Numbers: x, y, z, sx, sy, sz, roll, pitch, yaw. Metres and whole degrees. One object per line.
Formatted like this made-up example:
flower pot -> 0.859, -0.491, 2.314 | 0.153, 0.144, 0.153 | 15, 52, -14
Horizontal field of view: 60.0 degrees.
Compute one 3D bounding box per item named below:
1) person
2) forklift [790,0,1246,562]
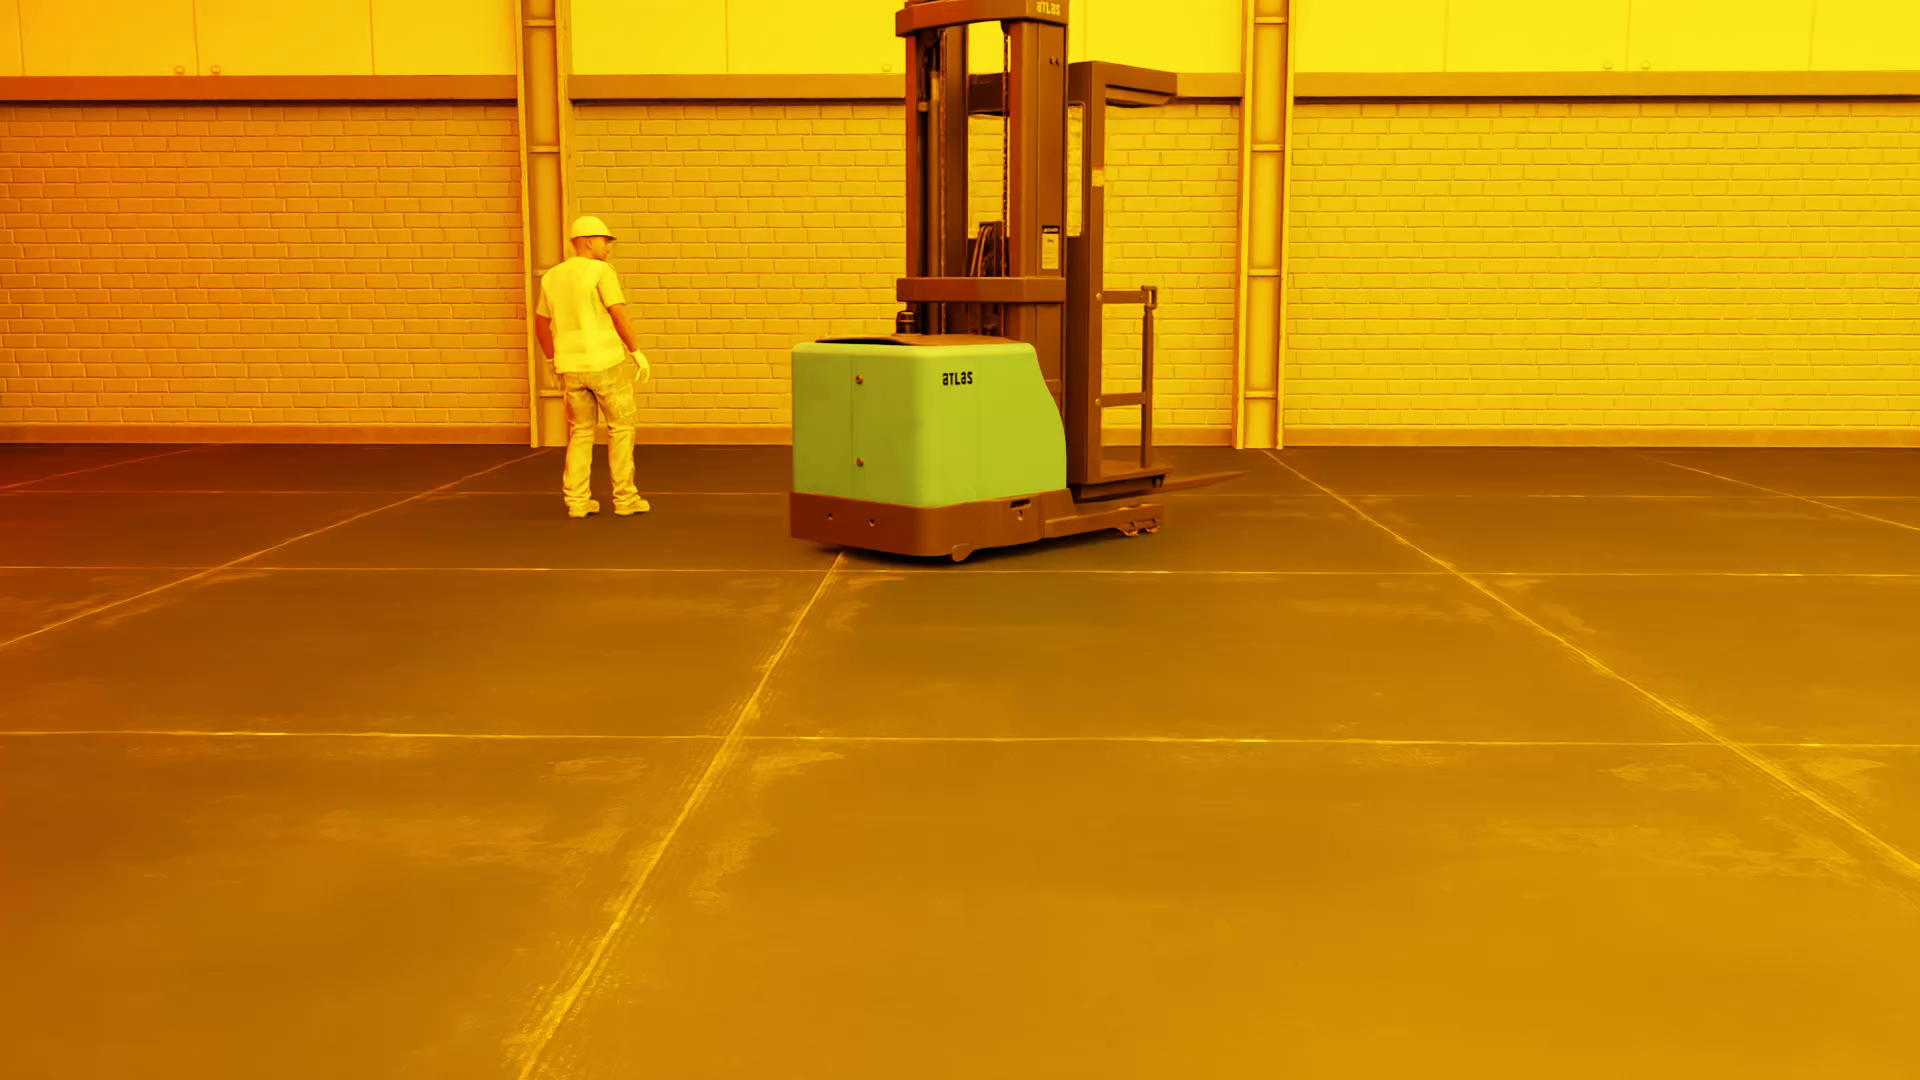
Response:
person -> -2.154, -1.033, 9.917 | 0.753, 1.768, 0.492 | 4, 10, 24
forklift -> 0.489, -1.512, 9.193 | 1.130, 2.935, 3.031 | 8, 12, 42
